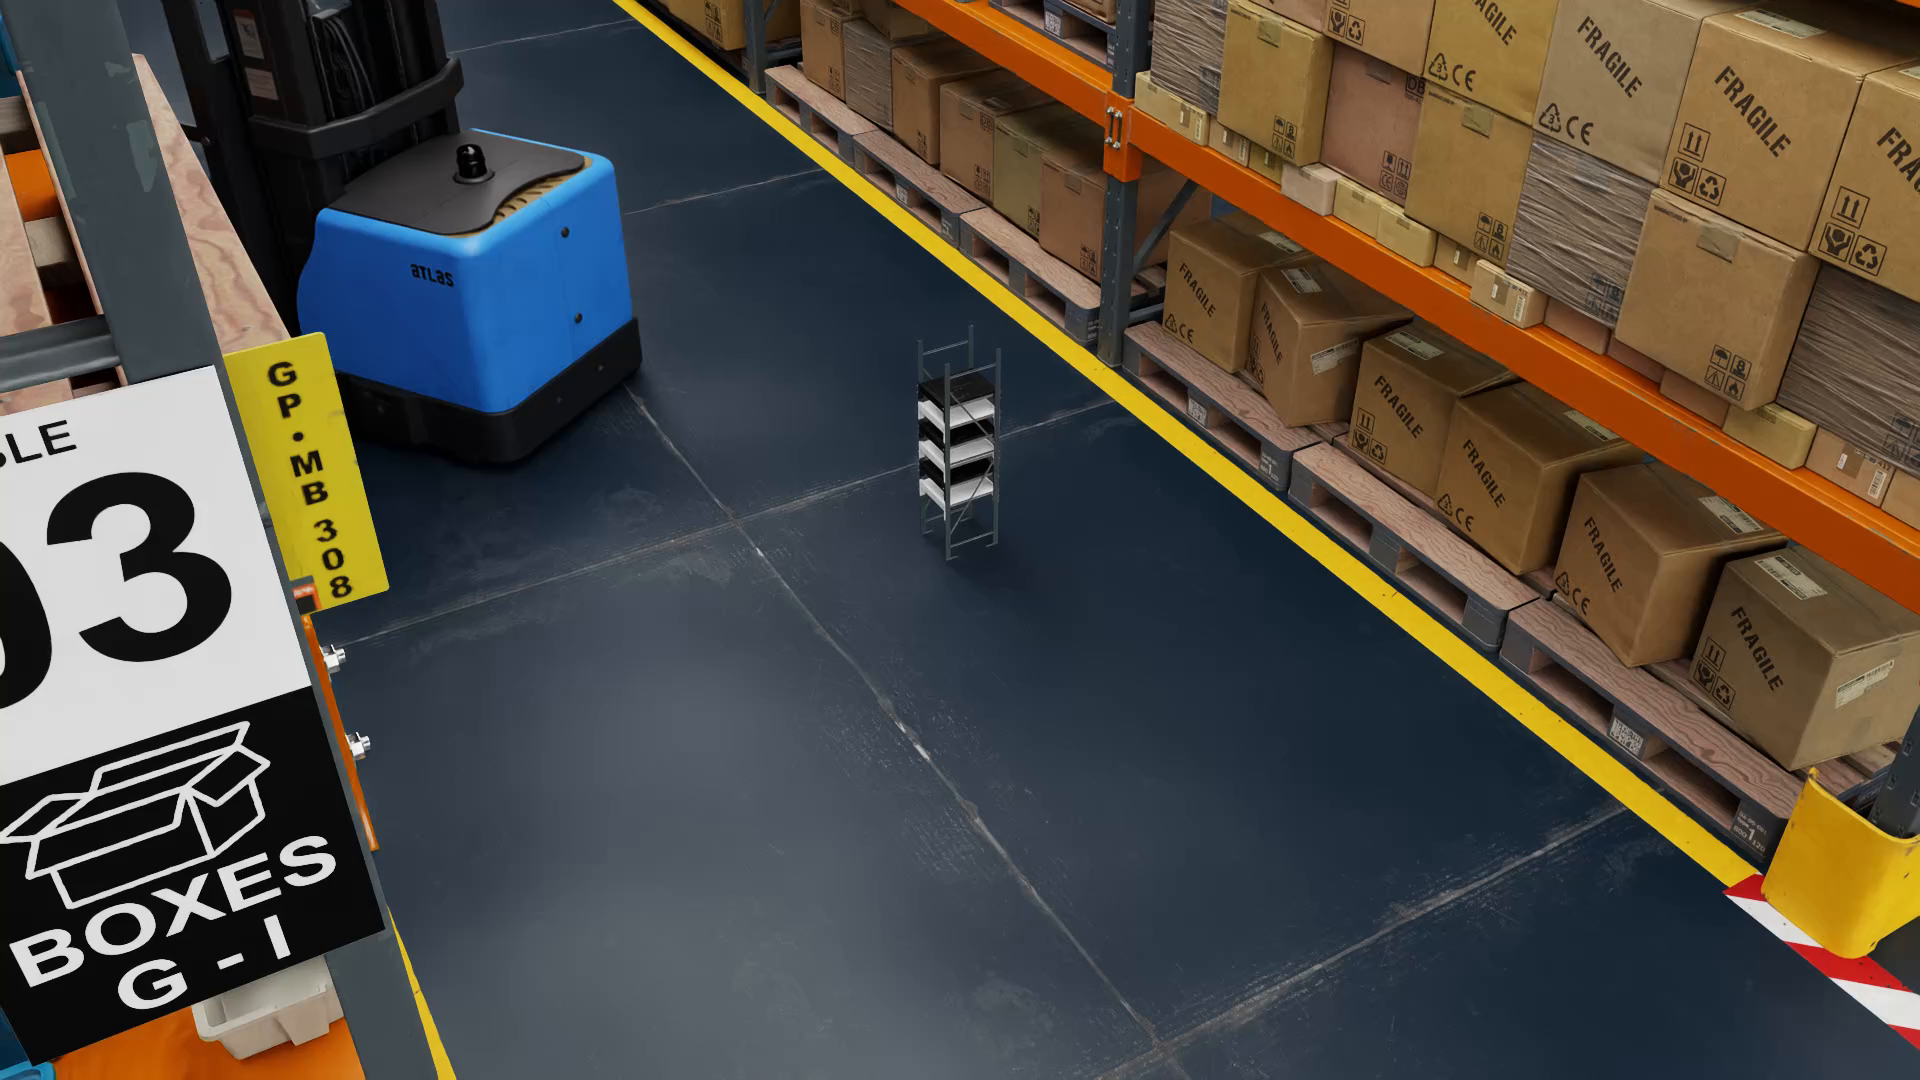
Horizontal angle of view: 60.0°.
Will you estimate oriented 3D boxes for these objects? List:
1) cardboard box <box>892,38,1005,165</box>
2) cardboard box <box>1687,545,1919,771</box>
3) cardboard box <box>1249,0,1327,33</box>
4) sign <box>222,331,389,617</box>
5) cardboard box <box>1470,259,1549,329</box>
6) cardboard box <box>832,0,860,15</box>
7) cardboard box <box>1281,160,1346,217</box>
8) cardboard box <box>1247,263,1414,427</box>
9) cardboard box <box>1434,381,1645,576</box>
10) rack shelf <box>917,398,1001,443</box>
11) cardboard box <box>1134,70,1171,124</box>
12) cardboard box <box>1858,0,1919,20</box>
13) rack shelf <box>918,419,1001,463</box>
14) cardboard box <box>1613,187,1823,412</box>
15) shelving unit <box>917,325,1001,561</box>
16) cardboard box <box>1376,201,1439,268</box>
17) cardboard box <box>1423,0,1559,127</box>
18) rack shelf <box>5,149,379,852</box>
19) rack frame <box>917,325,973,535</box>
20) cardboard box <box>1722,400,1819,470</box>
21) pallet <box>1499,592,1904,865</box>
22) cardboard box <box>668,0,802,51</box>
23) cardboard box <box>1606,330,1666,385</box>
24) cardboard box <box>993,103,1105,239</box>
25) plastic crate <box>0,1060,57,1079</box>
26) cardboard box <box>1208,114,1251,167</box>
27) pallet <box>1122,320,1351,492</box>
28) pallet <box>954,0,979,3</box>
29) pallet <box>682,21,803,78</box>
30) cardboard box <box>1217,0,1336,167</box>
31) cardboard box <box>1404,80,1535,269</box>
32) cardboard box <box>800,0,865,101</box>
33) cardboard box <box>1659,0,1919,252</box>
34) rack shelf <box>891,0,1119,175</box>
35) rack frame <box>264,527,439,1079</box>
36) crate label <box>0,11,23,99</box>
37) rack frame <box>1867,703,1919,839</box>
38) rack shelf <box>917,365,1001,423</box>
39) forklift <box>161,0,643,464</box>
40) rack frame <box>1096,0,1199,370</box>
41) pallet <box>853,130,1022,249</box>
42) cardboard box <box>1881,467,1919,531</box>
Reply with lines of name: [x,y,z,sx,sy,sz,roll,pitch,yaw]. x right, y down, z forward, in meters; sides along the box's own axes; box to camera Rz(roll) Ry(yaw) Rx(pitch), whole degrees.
cardboard box: [0.039,-2.501,9.377,0.700,0.500,0.500,-16,39,-20]
cardboard box: [2.825,0.362,5.475,0.500,0.500,0.500,-12,38,-16]
cardboard box: [1.373,-2.199,6.033,0.500,0.500,0.500,-19,40,-24]
sign: [-0.681,-0.063,1.742,0.100,0.325,0.005,-19,40,-24]
cardboard box: [1.958,-0.871,5.612,0.380,0.149,0.250,-19,40,-24]
cardboard box: [-0.533,-3.373,9.935,0.500,0.250,0.500,-17,40,-22]
cardboard box: [1.450,-1.379,6.308,0.380,0.149,0.250,-19,40,-24]
cardboard box: [1.575,-0.849,7.132,0.500,0.500,0.500,-7,37,-9]
cardboard box: [2.196,-0.258,6.323,0.500,0.500,0.500,-15,39,-20]
rack shelf: [-0.004,-0.486,6.404,0.258,0.077,0.200,-19,40,-24]
cardboard box: [0.962,-1.894,7.013,0.380,0.149,0.250,-19,40,-24]
cardboard box: [2.838,-1.337,4.853,0.500,0.500,0.500,-19,40,-24]
rack shelf: [-0.004,-0.413,6.457,0.258,0.077,0.200,-19,40,-24]
cardboard box: [2.516,-0.823,4.997,0.875,0.500,0.500,-19,40,-24]
shelving unit: [-0.004,-0.368,6.490,0.258,0.900,0.210,-19,40,-24]
cardboard box: [1.727,-1.133,5.971,0.380,0.149,0.250,-19,40,-24]
cardboard box: [1.885,-1.693,5.339,0.500,0.500,0.500,-19,40,-24]
rack shelf: [-2.163,-0.628,3.133,1.077,0.370,4.000,-19,40,-24]
rack frame: [-0.055,-0.419,6.561,0.240,0.900,0.006,-19,40,-24]
cardboard box: [2.507,-0.377,4.936,0.380,0.149,0.250,-19,40,-24]
pallet: [2.708,0.508,5.876,1.003,0.211,1.213,-19,40,-24]
cardboard box: [-1.224,-3.904,10.997,1.225,0.875,0.875,-21,41,-26]
cardboard box: [2.305,-0.649,5.308,0.380,0.149,0.250,-19,40,-24]
cardboard box: [0.601,-1.931,8.597,0.700,0.500,0.500,-19,40,-24]
plastic crate: [-1.669,1.207,2.681,0.499,0.251,0.616,-19,40,-24]
cardboard box: [1.226,-1.644,6.670,0.380,0.149,0.250,-19,40,-24]
pallet: [1.482,-0.736,7.579,1.003,0.211,1.213,-19,40,-24]
pallet: [0.135,-3.159,8.695,1.003,0.211,1.213,-19,40,-24]
pallet: [-1.226,-3.533,11.408,1.003,0.211,1.213,-19,40,-24]
cardboard box: [1.508,-1.842,6.391,0.875,0.500,0.500,-19,40,-24]
cardboard box: [2.061,-1.349,5.717,0.875,0.500,0.500,-19,40,-24]
cardboard box: [-0.541,-3.067,10.152,0.700,0.500,0.500,-21,41,-26]
cardboard box: [2.378,-1.179,4.637,0.500,0.500,0.500,-19,40,-24]
rack shelf: [0.109,-2.924,8.820,1.077,0.370,4.000,-19,40,-24]
rack frame: [-1.159,1.313,2.409,1.000,3.000,0.127,-19,40,-24]
crate label: [-1.813,-0.891,3.009,0.502,0.251,0.408,-19,40,-24]
rack frame: [3.124,-0.155,4.418,1.000,3.000,0.127,-19,40,-24]
rack shelf: [-0.004,-0.559,6.351,0.258,0.077,0.200,-19,40,-24]
forklift: [-3.040,-2.100,7.140,3.031,2.935,1.130,16,39,21]
rack frame: [1.114,-2.194,7.211,1.000,3.000,0.127,-19,40,-24]
pallet: [0.105,-2.088,9.430,1.003,0.211,1.213,-19,40,-24]
cardboard box: [2.802,-0.137,4.608,0.380,0.149,0.250,-19,40,-24]
